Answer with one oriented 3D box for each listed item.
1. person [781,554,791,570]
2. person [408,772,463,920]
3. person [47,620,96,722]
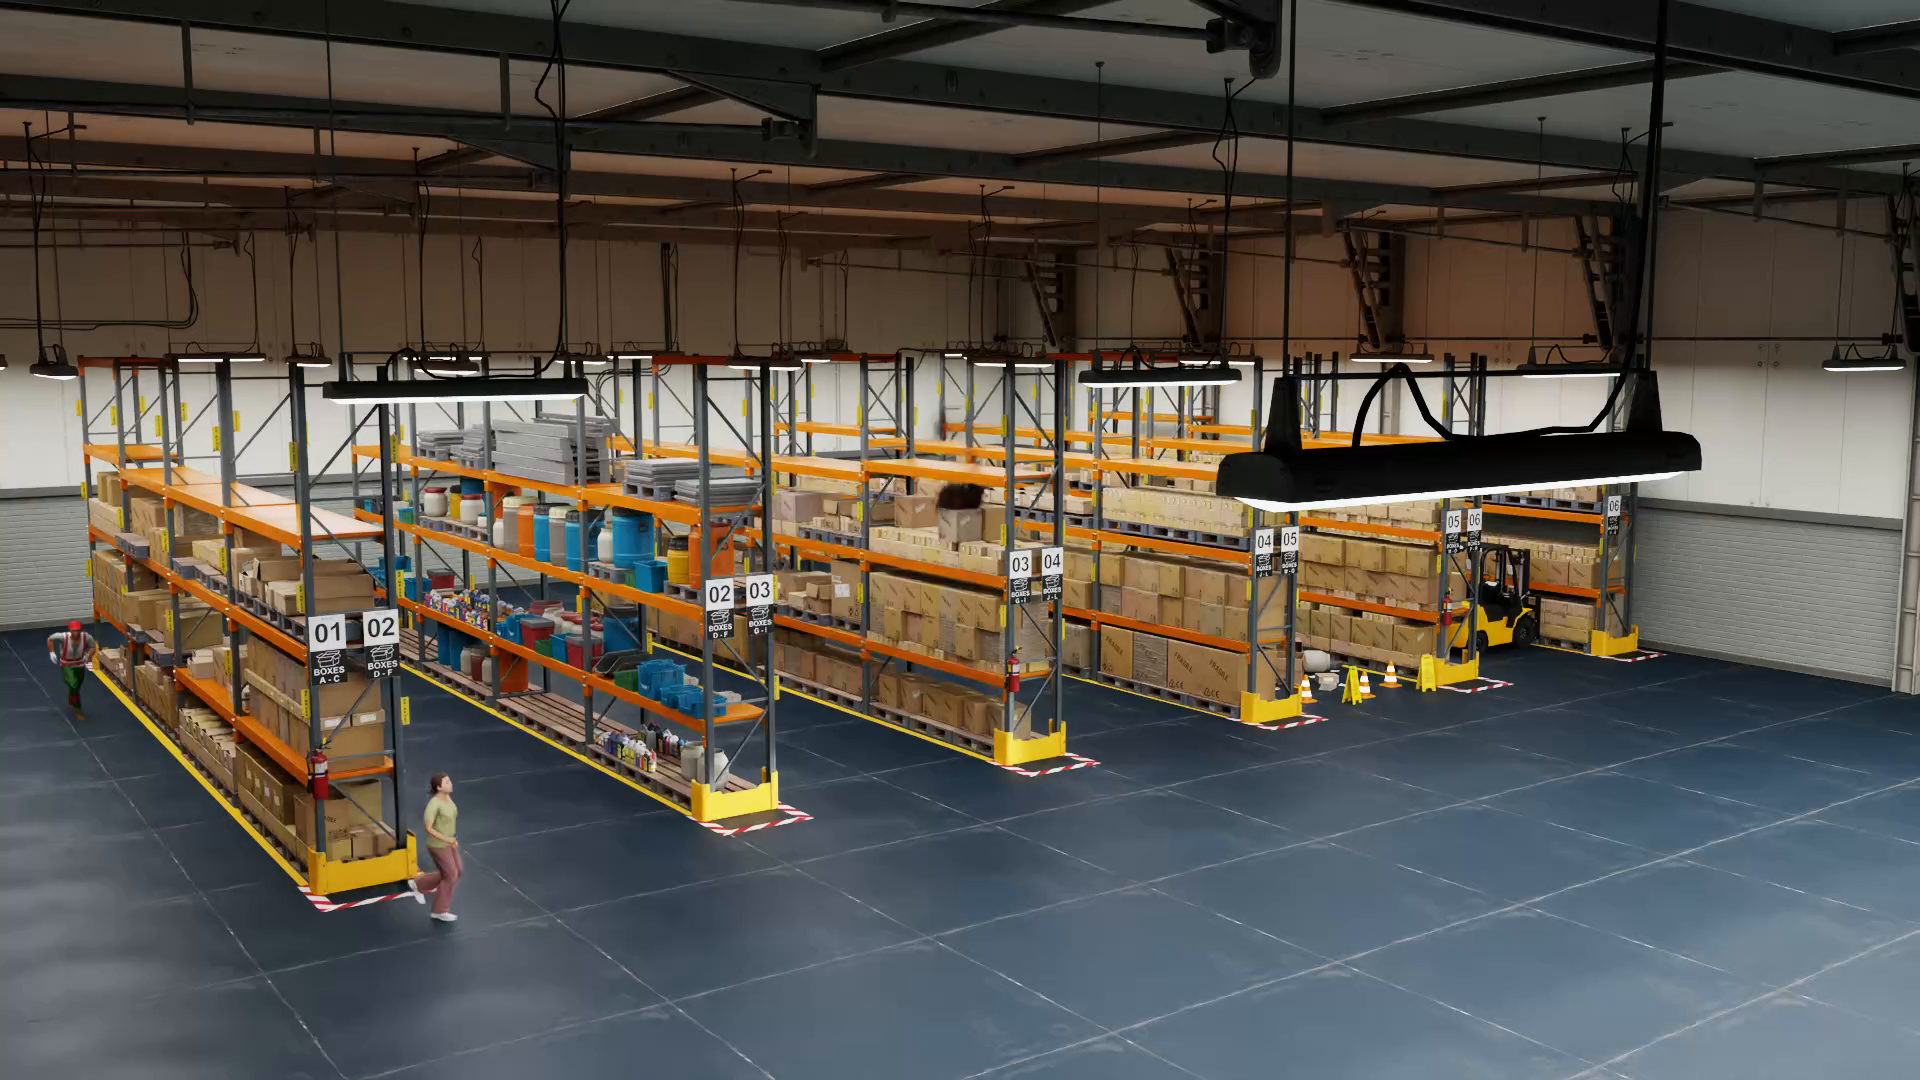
[{"bbox_3d":[-4.271,0.429,41.761,0.517,1.718,0.711,-2,7,-16],"label":"person"},{"bbox_3d":[-5.731,3.338,18.178,0.624,1.649,0.599,0,7,4],"label":"person"},{"bbox_3d":[-14.831,2.154,27.793,0.706,1.731,1.037,-5,9,-37],"label":"person"}]
